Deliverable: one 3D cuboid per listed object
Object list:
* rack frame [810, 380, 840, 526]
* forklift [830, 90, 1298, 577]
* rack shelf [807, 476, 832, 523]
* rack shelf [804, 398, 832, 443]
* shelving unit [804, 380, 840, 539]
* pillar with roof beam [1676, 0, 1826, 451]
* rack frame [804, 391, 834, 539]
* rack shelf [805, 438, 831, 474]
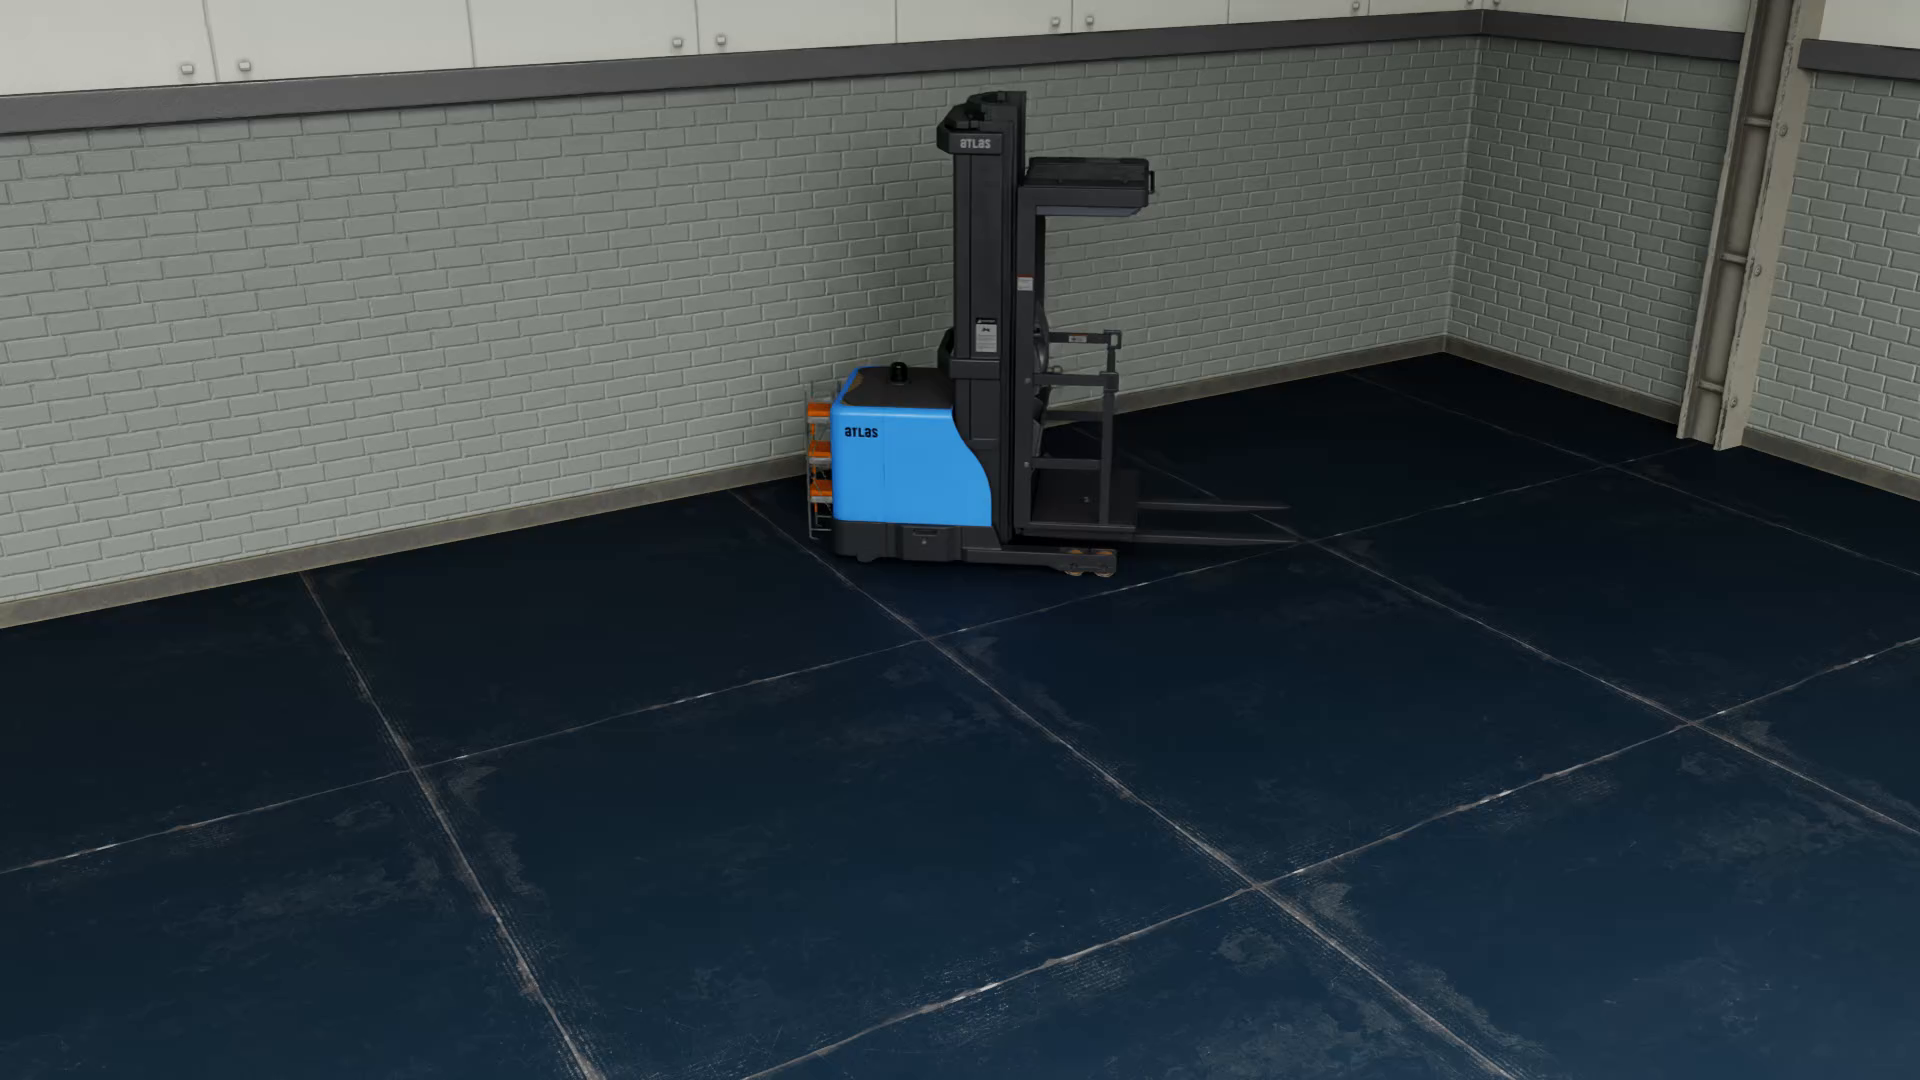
[{"bbox_3d":[-0.904,-0.582,11.349,0.200,1.050,0.008,2,22,5],"label":"rack frame"},{"bbox_3d":[0.707,-1.329,10.689,3.031,2.935,1.130,2,22,6],"label":"forklift"},{"bbox_3d":[-0.915,-0.269,11.345,0.215,0.259,0.240,2,22,5],"label":"rack shelf"},{"bbox_3d":[-0.915,-0.789,11.133,0.215,0.259,0.240,2,22,5],"label":"rack shelf"},{"bbox_3d":[-0.915,-0.536,11.236,0.215,1.050,0.252,2,22,5],"label":"shelving unit"},{"bbox_3d":[2.275,-4.134,9.531,9.100,9.000,0.400,-13,25,-28],"label":"pillar with roof beam"},{"bbox_3d":[-0.927,-0.490,11.123,0.200,1.050,0.008,2,22,5],"label":"rack frame"},{"bbox_3d":[-0.915,-0.526,11.240,0.215,0.259,0.240,2,22,5],"label":"rack shelf"}]
